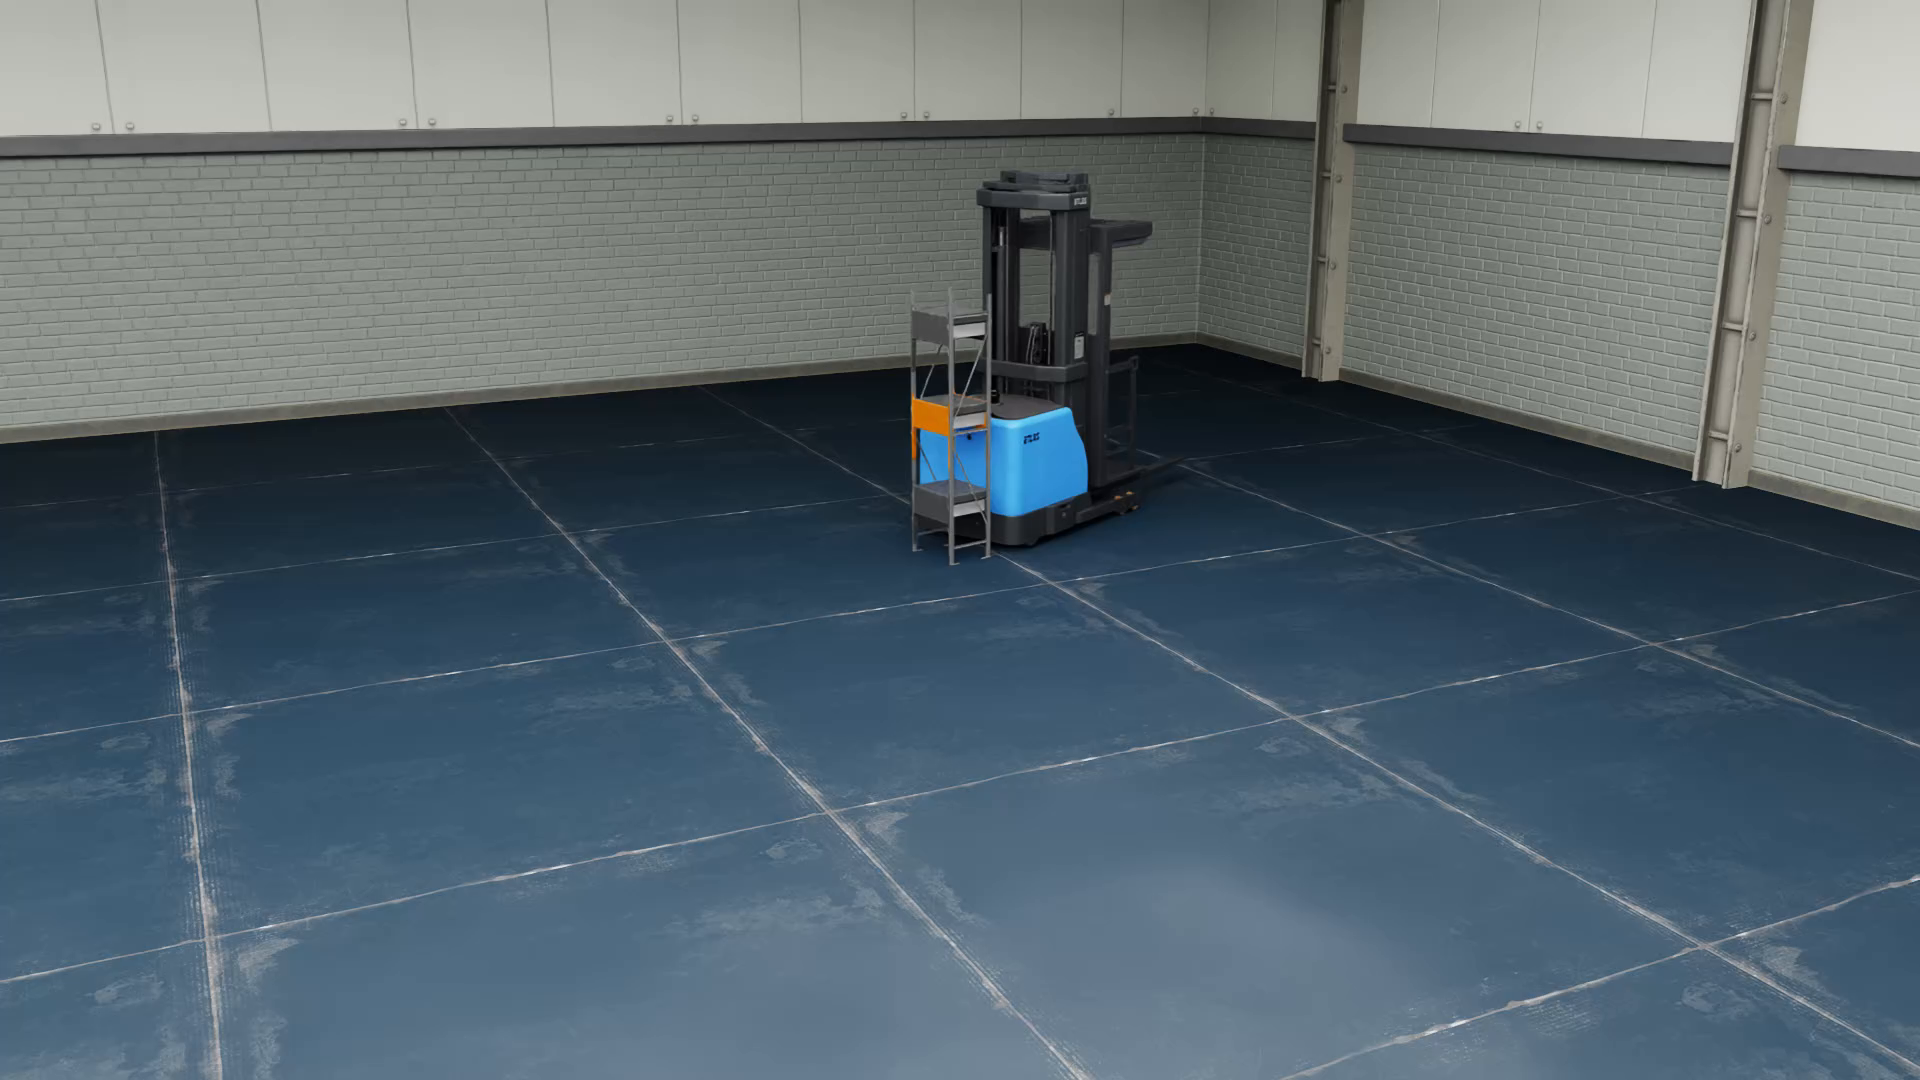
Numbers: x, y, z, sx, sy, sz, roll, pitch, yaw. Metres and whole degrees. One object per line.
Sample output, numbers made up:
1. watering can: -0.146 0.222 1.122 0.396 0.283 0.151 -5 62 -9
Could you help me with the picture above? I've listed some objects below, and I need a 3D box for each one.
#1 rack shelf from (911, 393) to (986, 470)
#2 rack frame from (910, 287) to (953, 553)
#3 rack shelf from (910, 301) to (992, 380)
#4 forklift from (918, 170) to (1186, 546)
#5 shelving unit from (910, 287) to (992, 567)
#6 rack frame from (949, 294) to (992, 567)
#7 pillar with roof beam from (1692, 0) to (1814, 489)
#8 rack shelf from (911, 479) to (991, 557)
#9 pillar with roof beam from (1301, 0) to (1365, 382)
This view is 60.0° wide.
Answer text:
1. rack shelf: -0.071 -0.874 13.041 0.431 0.518 0.480 -12 20 -36
2. rack frame: -0.220 -0.941 13.223 0.400 2.100 0.015 -12 20 -36
3. rack shelf: -0.071 -1.547 12.848 0.431 0.518 0.480 -12 20 -36
4. forklift: 0.944 -1.703 14.371 1.130 2.935 3.031 12 20 36
5. shelving unit: -0.071 -0.888 13.037 0.431 2.100 0.503 -12 20 -36
6. rack frame: 0.078 -0.834 12.851 0.400 2.100 0.015 -12 20 -36
7. pillar with roof beam: 3.276 -4.345 12.578 9.100 9.000 0.400 -8 18 -25
8. rack shelf: -0.071 -0.202 13.234 0.431 0.518 0.480 -12 20 -36
9. pillar with roof beam: 0.648 -5.833 17.763 9.100 9.000 0.400 -8 18 -25
